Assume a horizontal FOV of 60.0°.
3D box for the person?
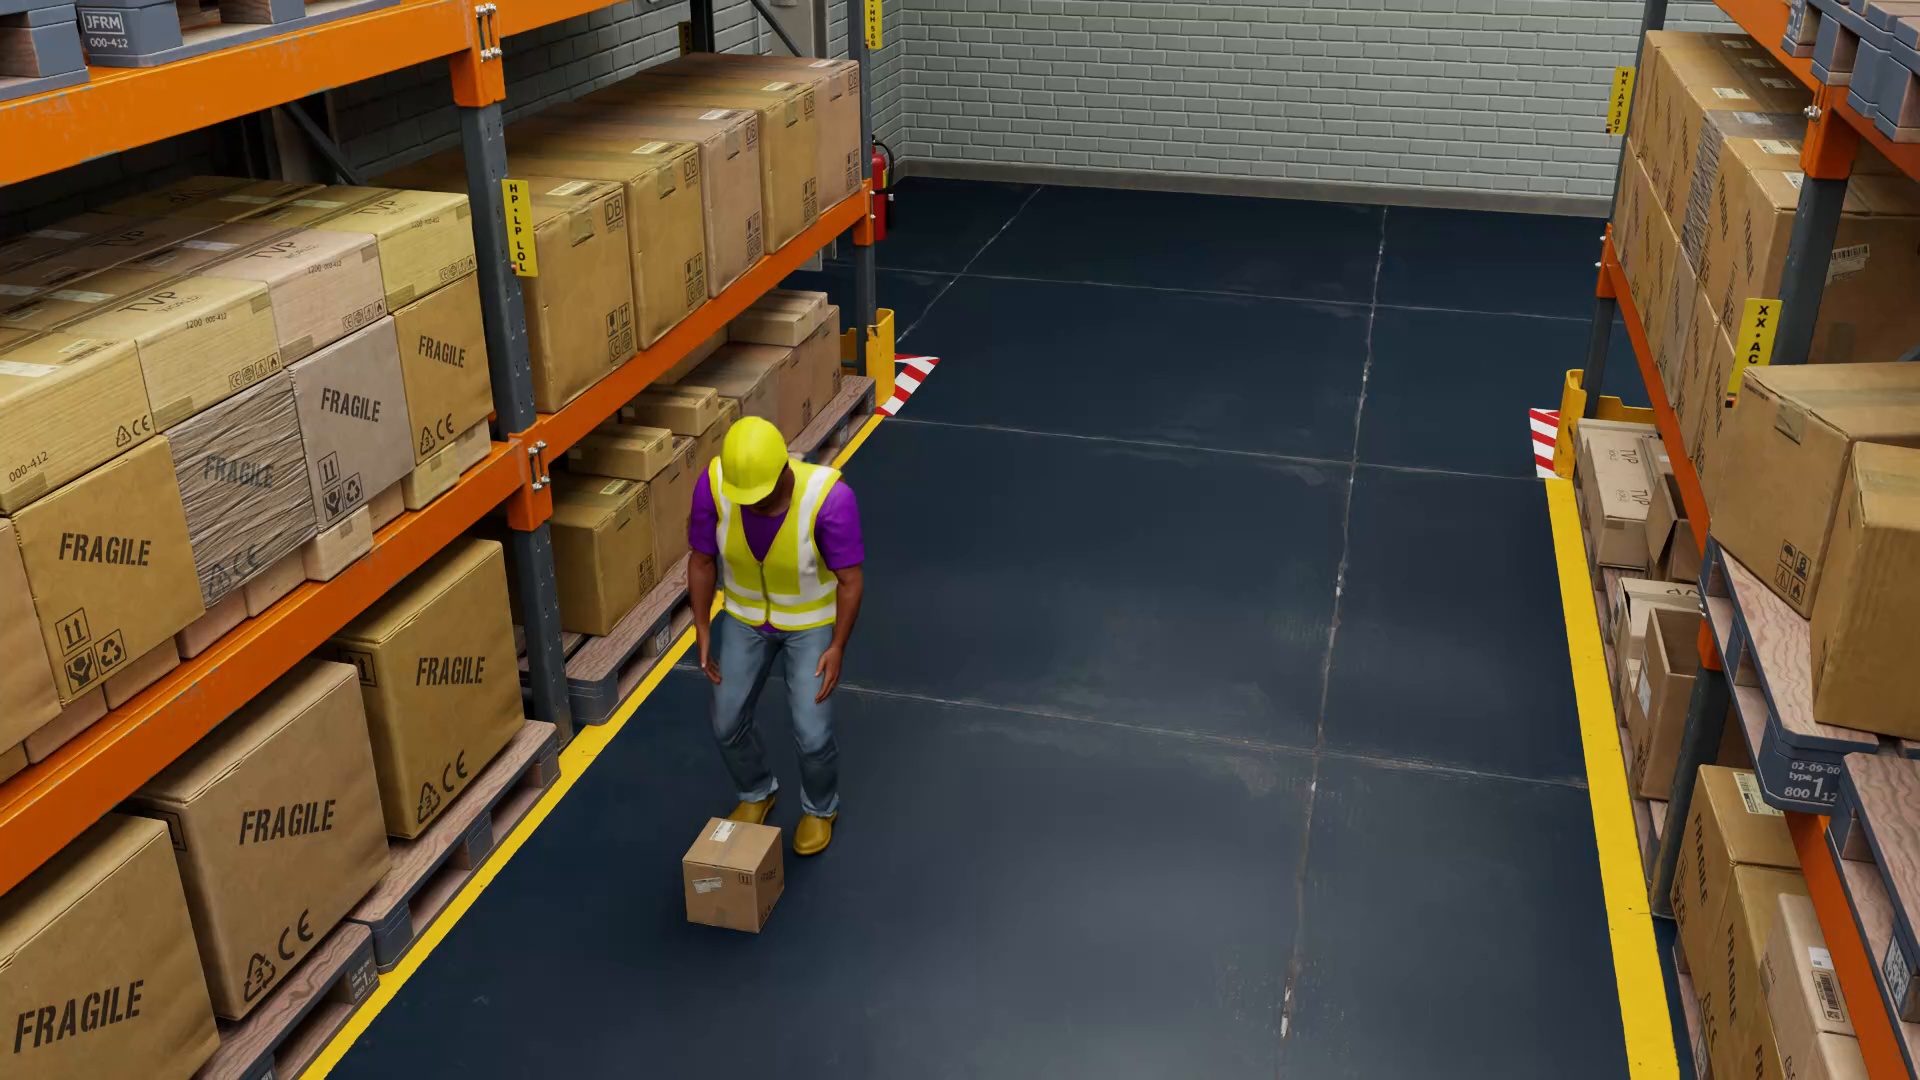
[{"bbox_3d":[-0.605,0.301,5.599,0.613,1.633,0.576,7,26,14],"label":"person"}]
